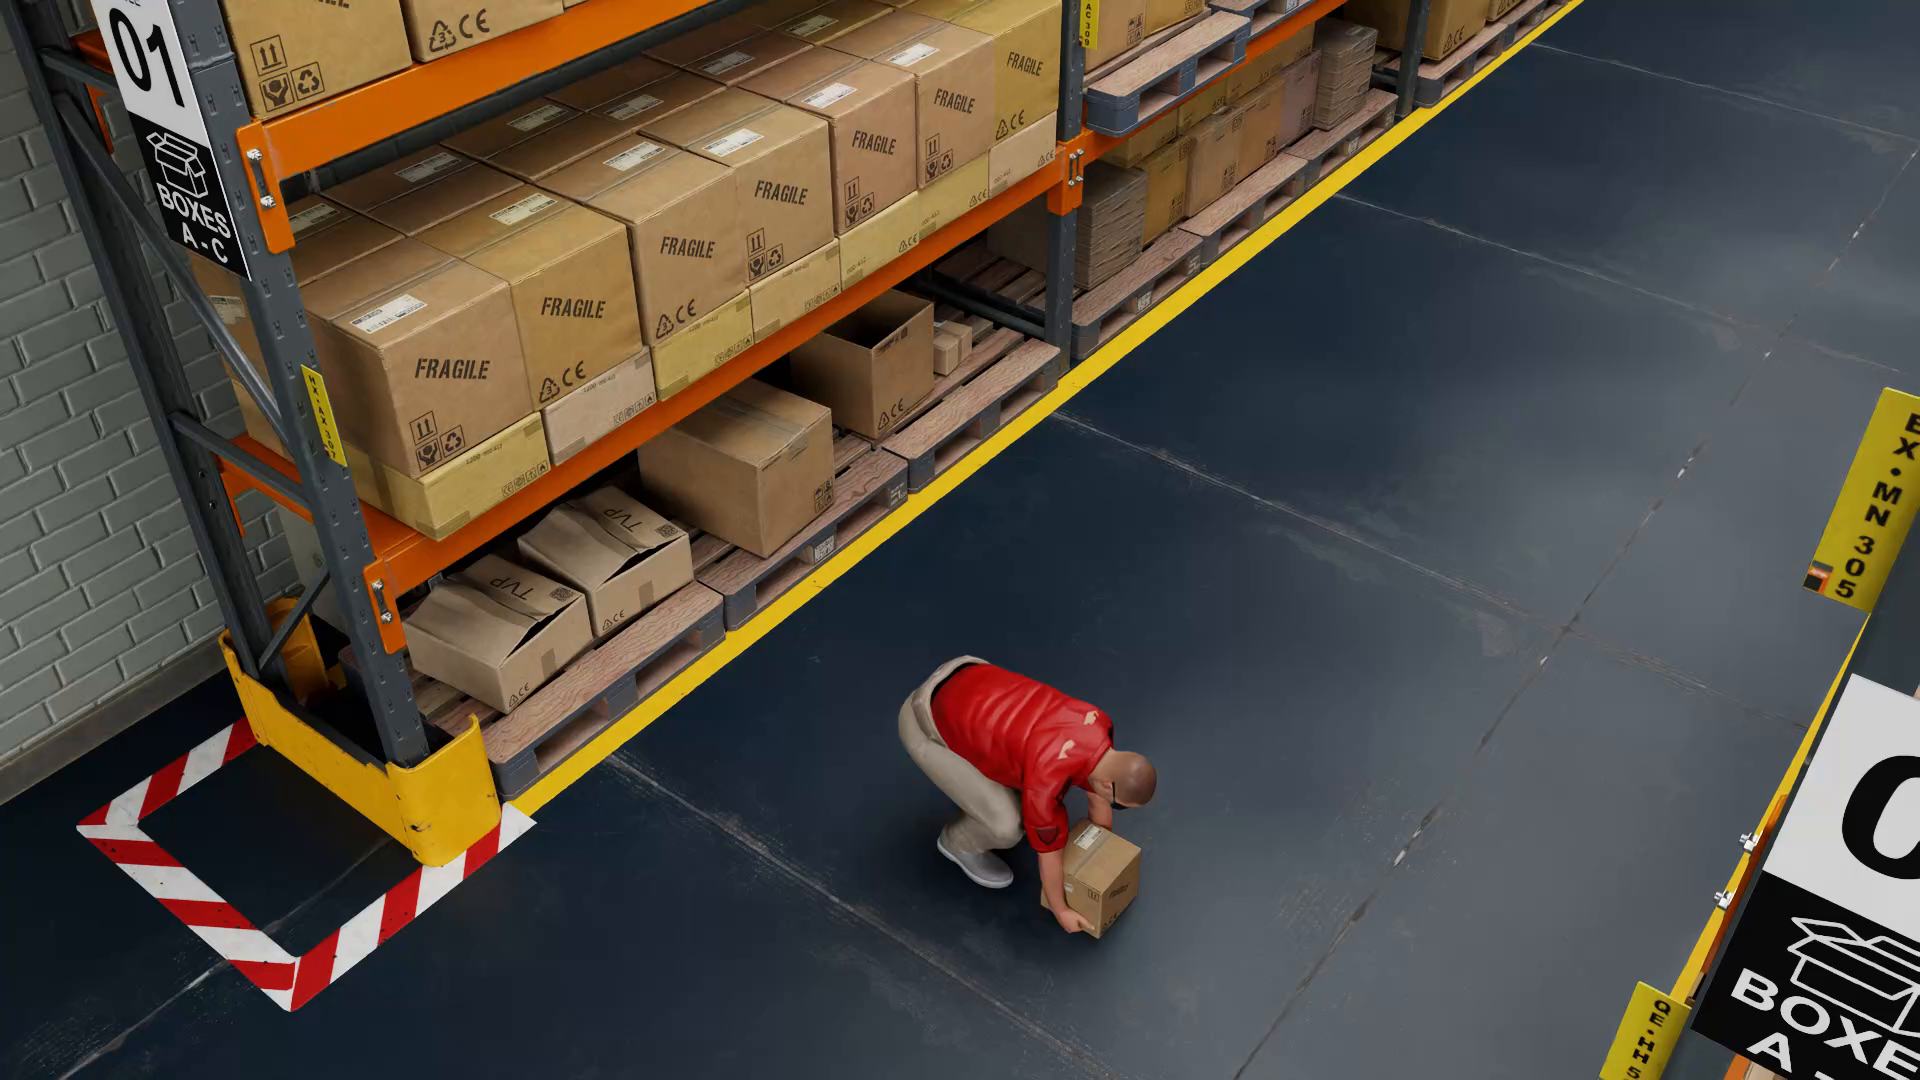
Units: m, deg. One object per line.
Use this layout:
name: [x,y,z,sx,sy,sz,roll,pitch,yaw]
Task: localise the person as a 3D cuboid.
person: [0.243,0.862,5.853,0.953,0.816,0.528,24,45,27]
